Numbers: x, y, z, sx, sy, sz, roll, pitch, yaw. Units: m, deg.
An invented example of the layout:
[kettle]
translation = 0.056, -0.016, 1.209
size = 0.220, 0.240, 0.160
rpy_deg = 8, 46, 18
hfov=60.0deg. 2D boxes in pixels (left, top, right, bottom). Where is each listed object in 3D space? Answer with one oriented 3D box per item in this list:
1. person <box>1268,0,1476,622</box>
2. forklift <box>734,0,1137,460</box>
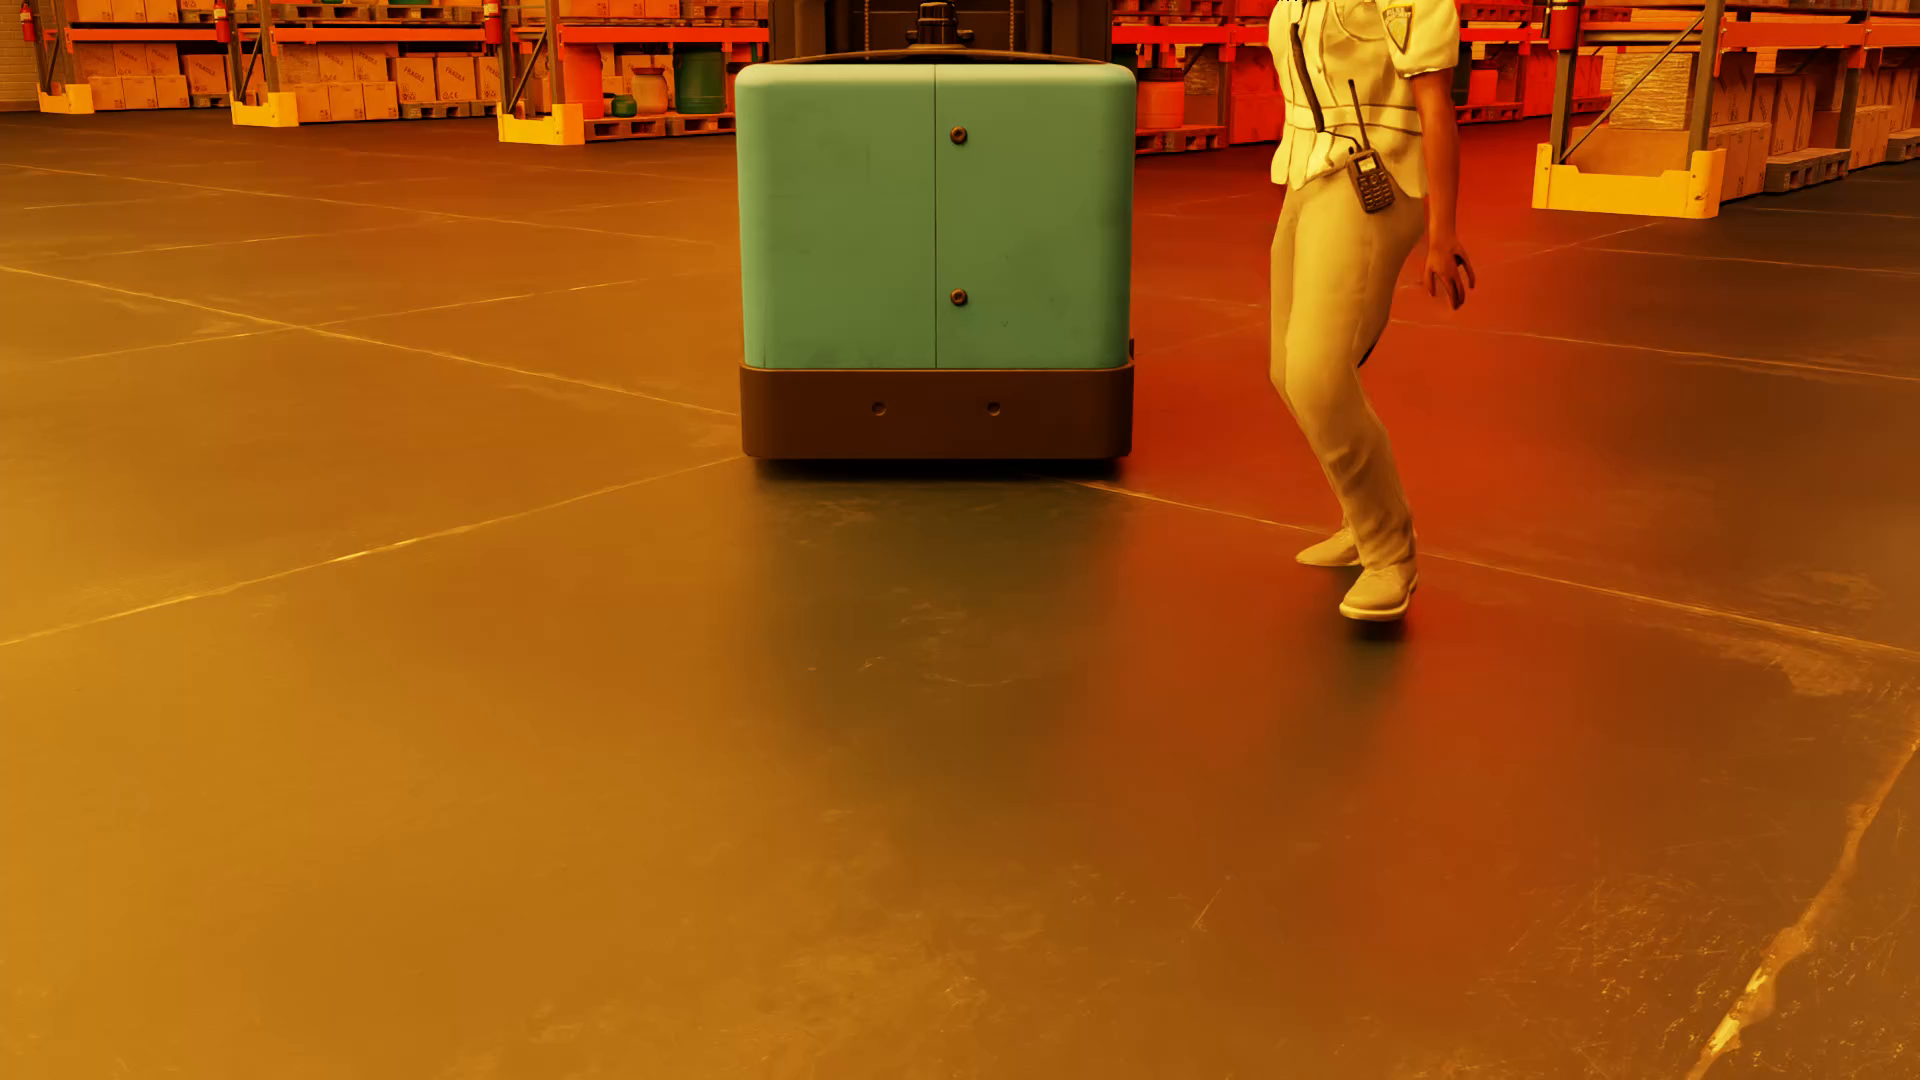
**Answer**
[person]
translation = 0.839, -0.673, 3.436
size = 0.444, 1.648, 0.813
rpy_deg = -1, 17, -5
[forklift]
translation = -0.062, -1.986, 5.438
size = 1.130, 2.935, 3.031
rpy_deg = 0, 17, 0
